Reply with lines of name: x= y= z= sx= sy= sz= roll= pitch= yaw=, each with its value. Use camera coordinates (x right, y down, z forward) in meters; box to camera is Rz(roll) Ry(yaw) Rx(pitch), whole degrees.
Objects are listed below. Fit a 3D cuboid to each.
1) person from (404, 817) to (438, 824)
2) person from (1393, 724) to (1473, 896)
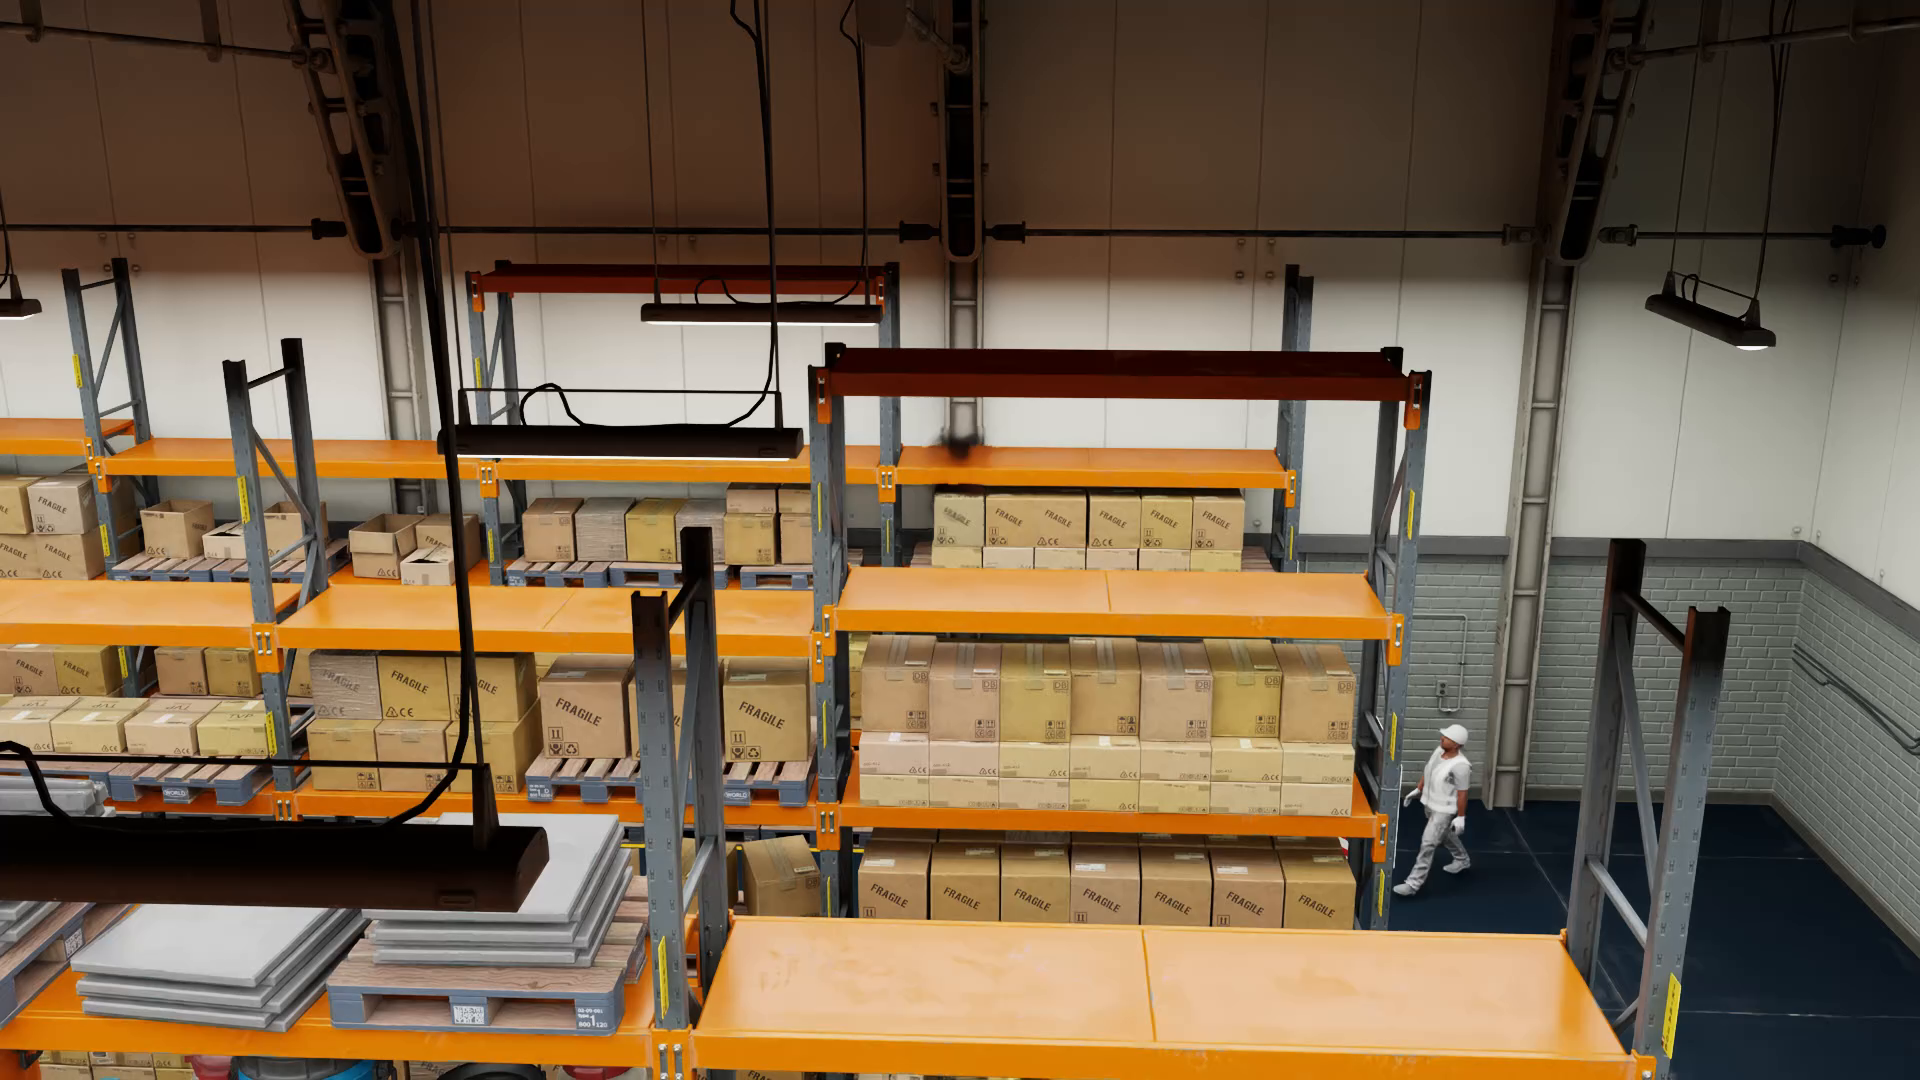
person: x=-4.864 y=3.014 z=15.224 sx=0.519 sy=1.677 sz=0.371 roll=-2 pitch=16 yaw=-8
person: x=4.708 y=2.627 z=16.423 sx=1.082 sy=1.730 sz=0.625 roll=-7 pitch=17 yaw=-22
